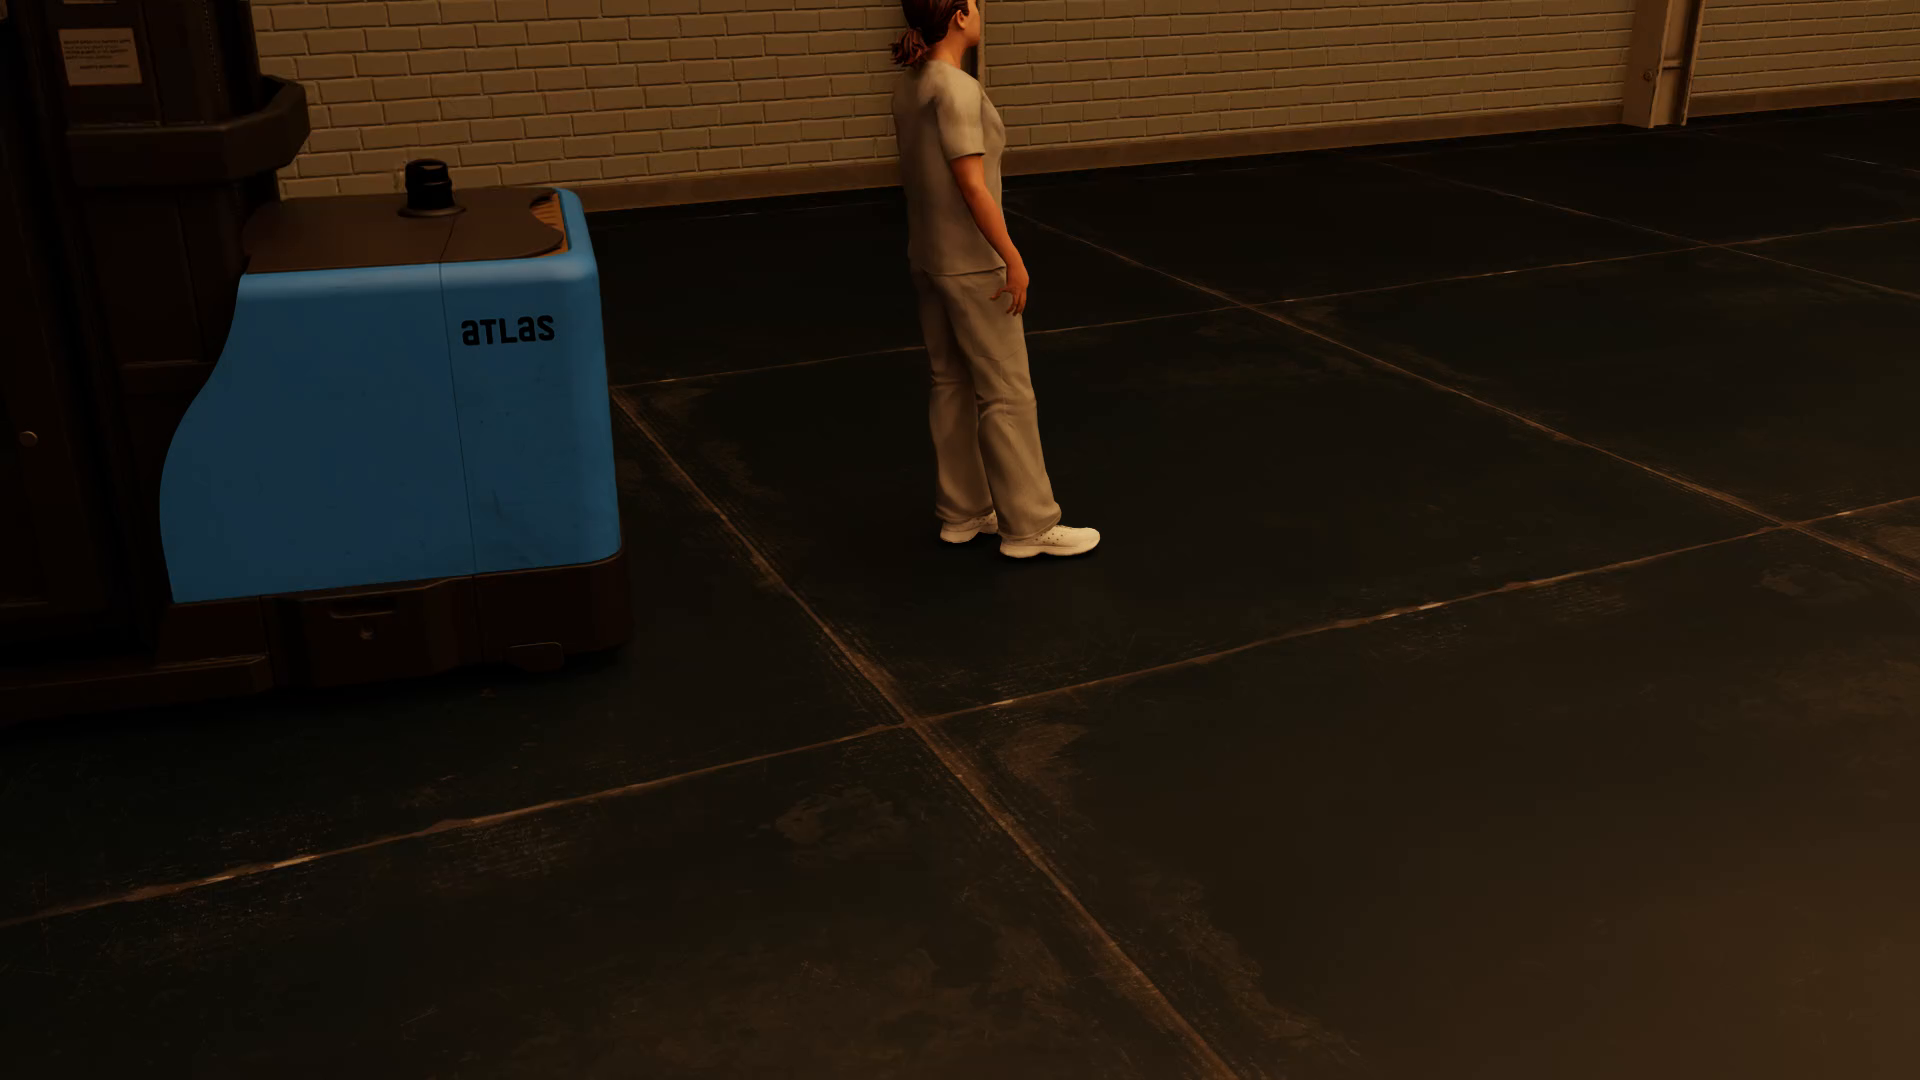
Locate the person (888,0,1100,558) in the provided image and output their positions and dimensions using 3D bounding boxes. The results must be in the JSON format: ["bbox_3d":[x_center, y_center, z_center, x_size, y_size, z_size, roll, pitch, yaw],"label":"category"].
[{"bbox_3d":[0.072,-0.788,4.800,0.549,1.675,0.549,-10,25,-23],"label":"person"}]

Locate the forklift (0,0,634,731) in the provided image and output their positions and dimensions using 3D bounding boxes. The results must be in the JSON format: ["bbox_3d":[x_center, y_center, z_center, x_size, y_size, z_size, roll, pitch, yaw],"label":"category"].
[{"bbox_3d":[-2.427,-1.061,3.841,3.031,2.935,1.130,-6,23,-13],"label":"forklift"}]
